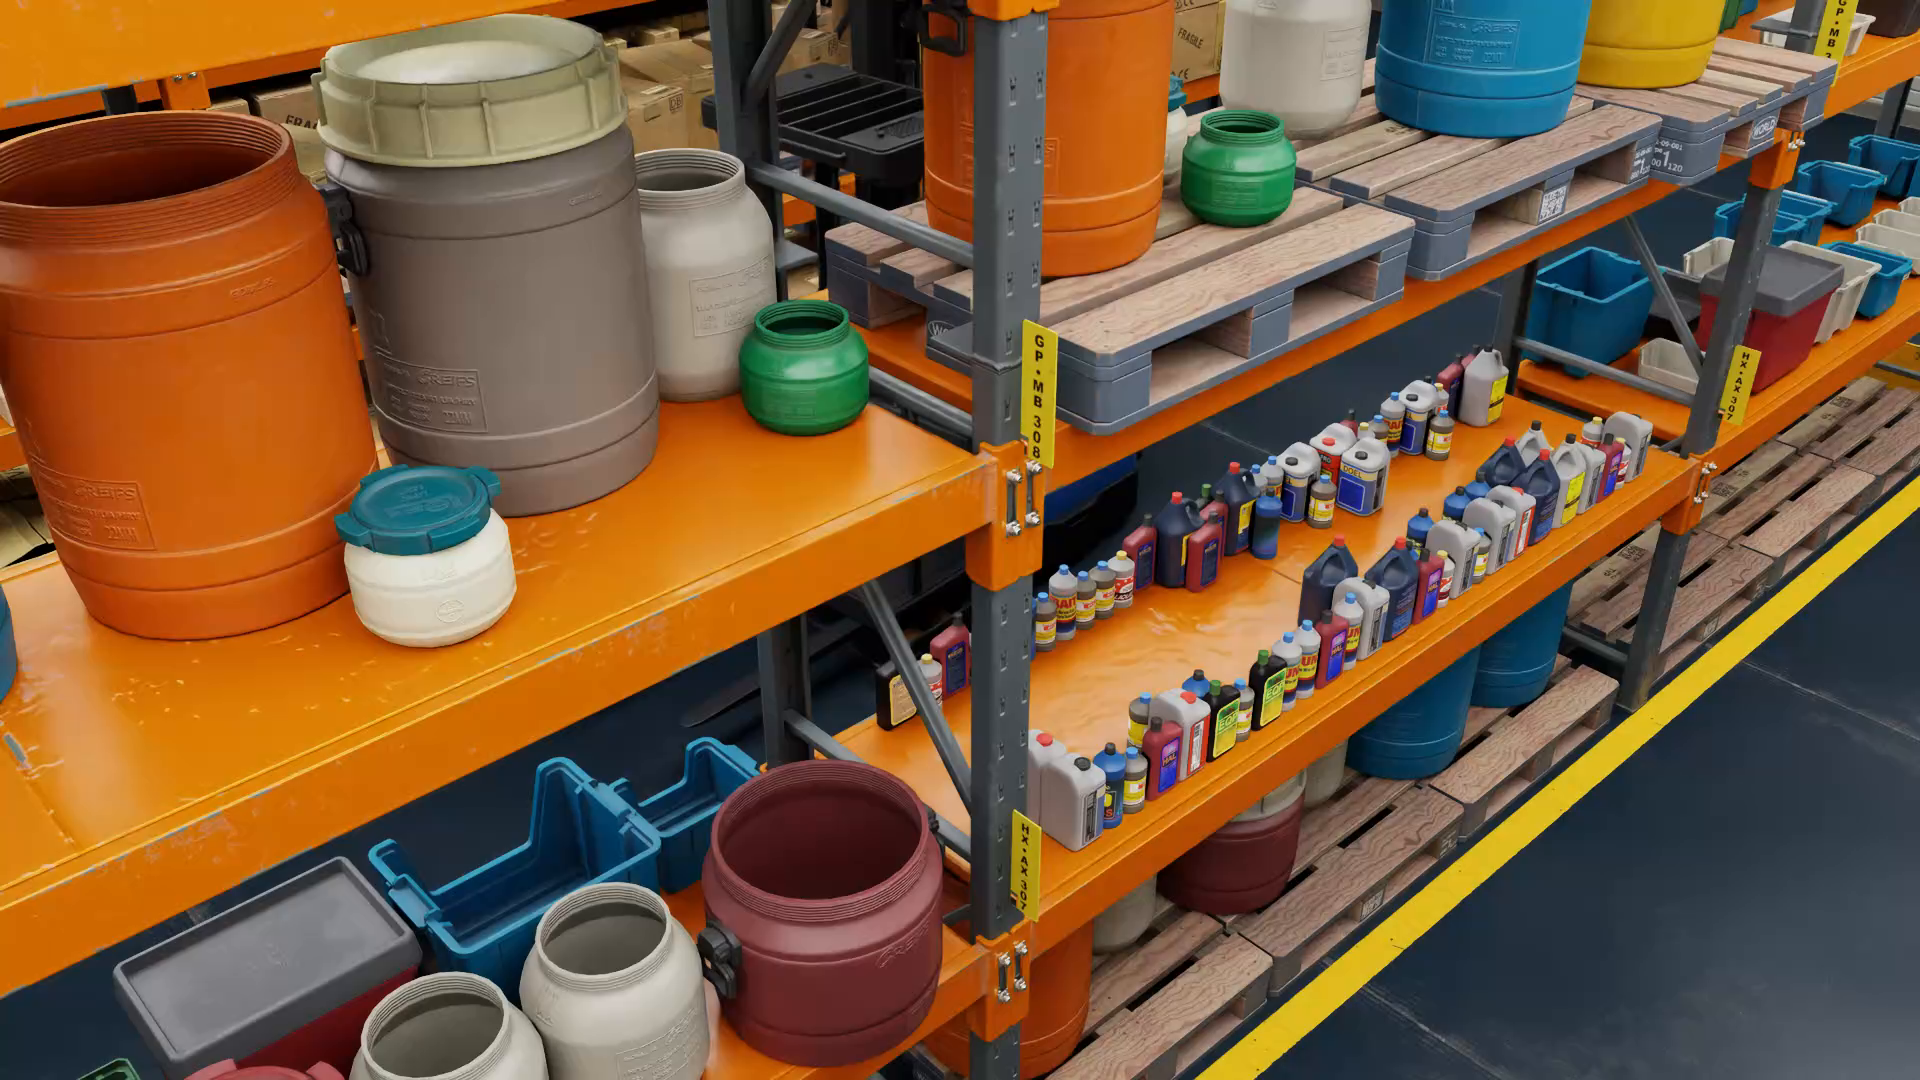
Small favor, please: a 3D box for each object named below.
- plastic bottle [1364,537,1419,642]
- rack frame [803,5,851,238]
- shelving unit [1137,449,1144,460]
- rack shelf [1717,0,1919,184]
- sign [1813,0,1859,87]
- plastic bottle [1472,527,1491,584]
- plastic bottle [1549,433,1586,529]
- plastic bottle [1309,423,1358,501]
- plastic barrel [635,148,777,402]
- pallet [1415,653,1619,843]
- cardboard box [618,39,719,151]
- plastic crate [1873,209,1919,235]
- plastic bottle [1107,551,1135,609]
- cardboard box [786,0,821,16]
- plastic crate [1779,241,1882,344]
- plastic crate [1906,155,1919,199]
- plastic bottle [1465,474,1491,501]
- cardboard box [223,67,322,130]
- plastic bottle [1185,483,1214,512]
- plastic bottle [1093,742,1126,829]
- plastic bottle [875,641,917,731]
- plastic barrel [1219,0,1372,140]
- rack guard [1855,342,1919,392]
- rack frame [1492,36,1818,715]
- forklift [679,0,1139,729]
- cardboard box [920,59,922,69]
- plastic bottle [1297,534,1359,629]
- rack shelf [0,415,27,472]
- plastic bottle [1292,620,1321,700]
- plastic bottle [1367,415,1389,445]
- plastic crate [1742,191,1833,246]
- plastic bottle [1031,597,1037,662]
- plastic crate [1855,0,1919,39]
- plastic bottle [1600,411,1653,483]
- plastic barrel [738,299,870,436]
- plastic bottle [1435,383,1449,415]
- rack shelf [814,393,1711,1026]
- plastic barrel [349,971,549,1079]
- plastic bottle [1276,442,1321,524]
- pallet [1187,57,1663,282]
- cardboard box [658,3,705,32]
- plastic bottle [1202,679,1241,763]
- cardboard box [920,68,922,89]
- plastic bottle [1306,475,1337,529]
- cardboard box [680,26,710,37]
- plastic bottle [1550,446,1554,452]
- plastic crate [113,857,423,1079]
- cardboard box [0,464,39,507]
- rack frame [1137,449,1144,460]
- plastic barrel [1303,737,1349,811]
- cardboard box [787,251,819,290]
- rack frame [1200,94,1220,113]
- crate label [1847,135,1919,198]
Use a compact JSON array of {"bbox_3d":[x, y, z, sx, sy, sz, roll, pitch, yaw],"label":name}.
[{"bbox_3d":[1.465,0.156,5.667,0.185,0.351,0.144,-26,40,-35],"label":"plastic bottle"},{"bbox_3d":[-0.641,-2.603,10.132,0.127,3.000,1.000,-26,40,-35],"label":"rack frame"},{"bbox_3d":[0.731,-1.331,8.914,0.431,2.100,0.503,25,39,34],"label":"shelving unit"},{"bbox_3d":[4.191,-2.389,7.596,4.000,0.370,1.077,-26,40,-35],"label":"rack shelf"},{"bbox_3d":[3.097,-1.779,5.901,0.005,0.325,0.100,-26,40,-35],"label":"sign"},{"bbox_3d":[1.853,0.049,5.985,0.097,0.201,0.097,0,31,0],"label":"plastic bottle"},{"bbox_3d":[2.273,-0.235,6.306,0.185,0.351,0.144,-26,40,-35],"label":"plastic bottle"},{"bbox_3d":[1.447,-0.307,6.496,0.135,0.276,0.152,-26,40,-35],"label":"plastic bottle"},{"bbox_3d":[-0.645,-0.623,3.910,0.421,0.512,0.421,0,31,0],"label":"plastic barrel"},{"bbox_3d":[2.130,0.740,7.337,1.213,0.211,1.003,-26,40,-35],"label":"pallet"},{"bbox_3d":[-1.601,-2.474,9.423,0.500,0.500,0.700,-19,36,-28],"label":"cardboard box"},{"bbox_3d":[4.960,-1.583,8.659,0.243,0.136,0.396,-26,40,-35],"label":"plastic crate"},{"bbox_3d":[0.564,0.132,5.849,0.097,0.201,0.097,0,31,0],"label":"plastic bottle"},{"bbox_3d":[-1.494,-4.903,15.265,0.250,0.149,0.380,-26,40,-36],"label":"cardboard box"},{"bbox_3d":[3.969,-1.153,7.817,0.530,0.282,0.437,-26,40,-35],"label":"plastic crate"},{"bbox_3d":[5.539,-1.976,9.015,0.499,0.435,0.616,-26,40,-35],"label":"plastic crate"},{"bbox_3d":[1.919,-0.121,6.196,0.097,0.271,0.097,0,31,0],"label":"plastic bottle"},{"bbox_3d":[-5.050,-3.162,12.704,0.750,0.750,0.750,-24,39,-34],"label":"cardboard box"},{"bbox_3d":[0.869,-0.063,6.090,0.133,0.283,0.061,-26,40,-35],"label":"plastic bottle"},{"bbox_3d":[0.432,0.706,4.843,0.097,0.271,0.097,0,31,0],"label":"plastic bottle"},{"bbox_3d":[-0.202,0.455,5.243,0.133,0.283,0.061,-26,40,-35],"label":"plastic bottle"},{"bbox_3d":[0.989,-1.492,4.906,0.433,0.535,0.433,0,31,0],"label":"plastic barrel"},{"bbox_3d":[5.666,-1.073,10.025,0.348,0.500,1.175,-26,40,-35],"label":"rack guard"},{"bbox_3d":[2.725,-0.707,7.031,0.127,3.000,1.000,-26,40,-35],"label":"rack frame"},{"bbox_3d":[-0.403,-0.974,7.533,1.130,2.935,3.031,25,39,34],"label":"forklift"},{"bbox_3d":[-0.104,-3.132,9.942,0.500,0.500,0.500,-25,39,-34],"label":"cardboard box"},{"bbox_3d":[1.263,0.145,5.684,0.185,0.351,0.144,-26,40,-35],"label":"plastic bottle"},{"bbox_3d":[-5.040,-0.168,6.839,4.000,0.370,1.077,-26,40,-35],"label":"rack shelf"},{"bbox_3d":[1.110,0.378,5.379,0.097,0.271,0.097,0,31,0],"label":"plastic bottle"},{"bbox_3d":[1.683,-0.409,6.734,0.097,0.201,0.097,0,31,0],"label":"plastic bottle"},{"bbox_3d":[4.287,-1.651,8.678,0.300,0.233,0.416,-26,40,-35],"label":"plastic crate"},{"bbox_3d":[0.207,0.275,5.548,0.097,0.271,0.097,0,31,0],"label":"plastic bottle"},{"bbox_3d":[3.822,-2.267,6.832,0.590,0.269,0.497,-26,40,-35],"label":"plastic crate"},{"bbox_3d":[2.655,-0.391,6.632,0.135,0.276,0.152,-26,40,-35],"label":"plastic bottle"},{"bbox_3d":[-0.355,-0.394,3.793,0.294,0.245,0.294,0,31,0],"label":"plastic barrel"},{"bbox_3d":[1.996,-0.560,6.981,0.097,0.201,0.097,0,31,0],"label":"plastic bottle"},{"bbox_3d":[1.258,0.309,6.058,4.000,0.370,1.077,-26,40,-35],"label":"rack shelf"},{"bbox_3d":[-1.127,1.260,3.707,0.421,0.512,0.421,0,31,0],"label":"plastic barrel"},{"bbox_3d":[1.277,-0.225,6.361,0.135,0.276,0.152,-26,40,-35],"label":"plastic bottle"},{"bbox_3d":[1.387,-1.187,5.122,1.213,0.211,1.003,-26,40,-35],"label":"pallet"},{"bbox_3d":[-2.496,-4.689,14.915,0.250,0.149,0.380,-25,40,-35],"label":"cardboard box"},{"bbox_3d":[0.797,0.538,5.107,0.133,0.283,0.061,-26,40,-35],"label":"plastic bottle"},{"bbox_3d":[-0.082,-2.722,10.231,0.500,0.500,0.500,-25,39,-34],"label":"cardboard box"},{"bbox_3d":[1.375,-0.152,6.314,0.097,0.201,0.097,0,31,0],"label":"plastic bottle"},{"bbox_3d":[-2.259,-4.386,15.040,0.500,0.500,0.700,-27,41,-37],"label":"cardboard box"},{"bbox_3d":[2.289,-0.270,6.507,0.097,0.201,0.097,0,31,0],"label":"plastic bottle"},{"bbox_3d":[-1.602,1.141,3.948,0.583,0.464,0.402,-26,40,-35],"label":"plastic crate"},{"bbox_3d":[-4.537,-0.167,7.843,0.500,0.311,0.500,-27,40,-37],"label":"cardboard box"},{"bbox_3d":[0.892,-1.427,9.071,0.400,2.100,0.015,25,39,34],"label":"rack frame"},{"bbox_3d":[1.320,0.779,6.583,0.421,0.512,0.421,0,31,0],"label":"plastic barrel"},{"bbox_3d":[-0.808,-1.440,10.204,0.500,0.500,0.500,-26,40,-36],"label":"cardboard box"},{"bbox_3d":[2.292,-4.022,12.452,0.127,3.000,1.000,-26,40,-35],"label":"rack frame"},{"bbox_3d":[5.253,-2.118,9.442,0.303,0.233,0.416,-26,40,-35],"label":"crate label"}]
